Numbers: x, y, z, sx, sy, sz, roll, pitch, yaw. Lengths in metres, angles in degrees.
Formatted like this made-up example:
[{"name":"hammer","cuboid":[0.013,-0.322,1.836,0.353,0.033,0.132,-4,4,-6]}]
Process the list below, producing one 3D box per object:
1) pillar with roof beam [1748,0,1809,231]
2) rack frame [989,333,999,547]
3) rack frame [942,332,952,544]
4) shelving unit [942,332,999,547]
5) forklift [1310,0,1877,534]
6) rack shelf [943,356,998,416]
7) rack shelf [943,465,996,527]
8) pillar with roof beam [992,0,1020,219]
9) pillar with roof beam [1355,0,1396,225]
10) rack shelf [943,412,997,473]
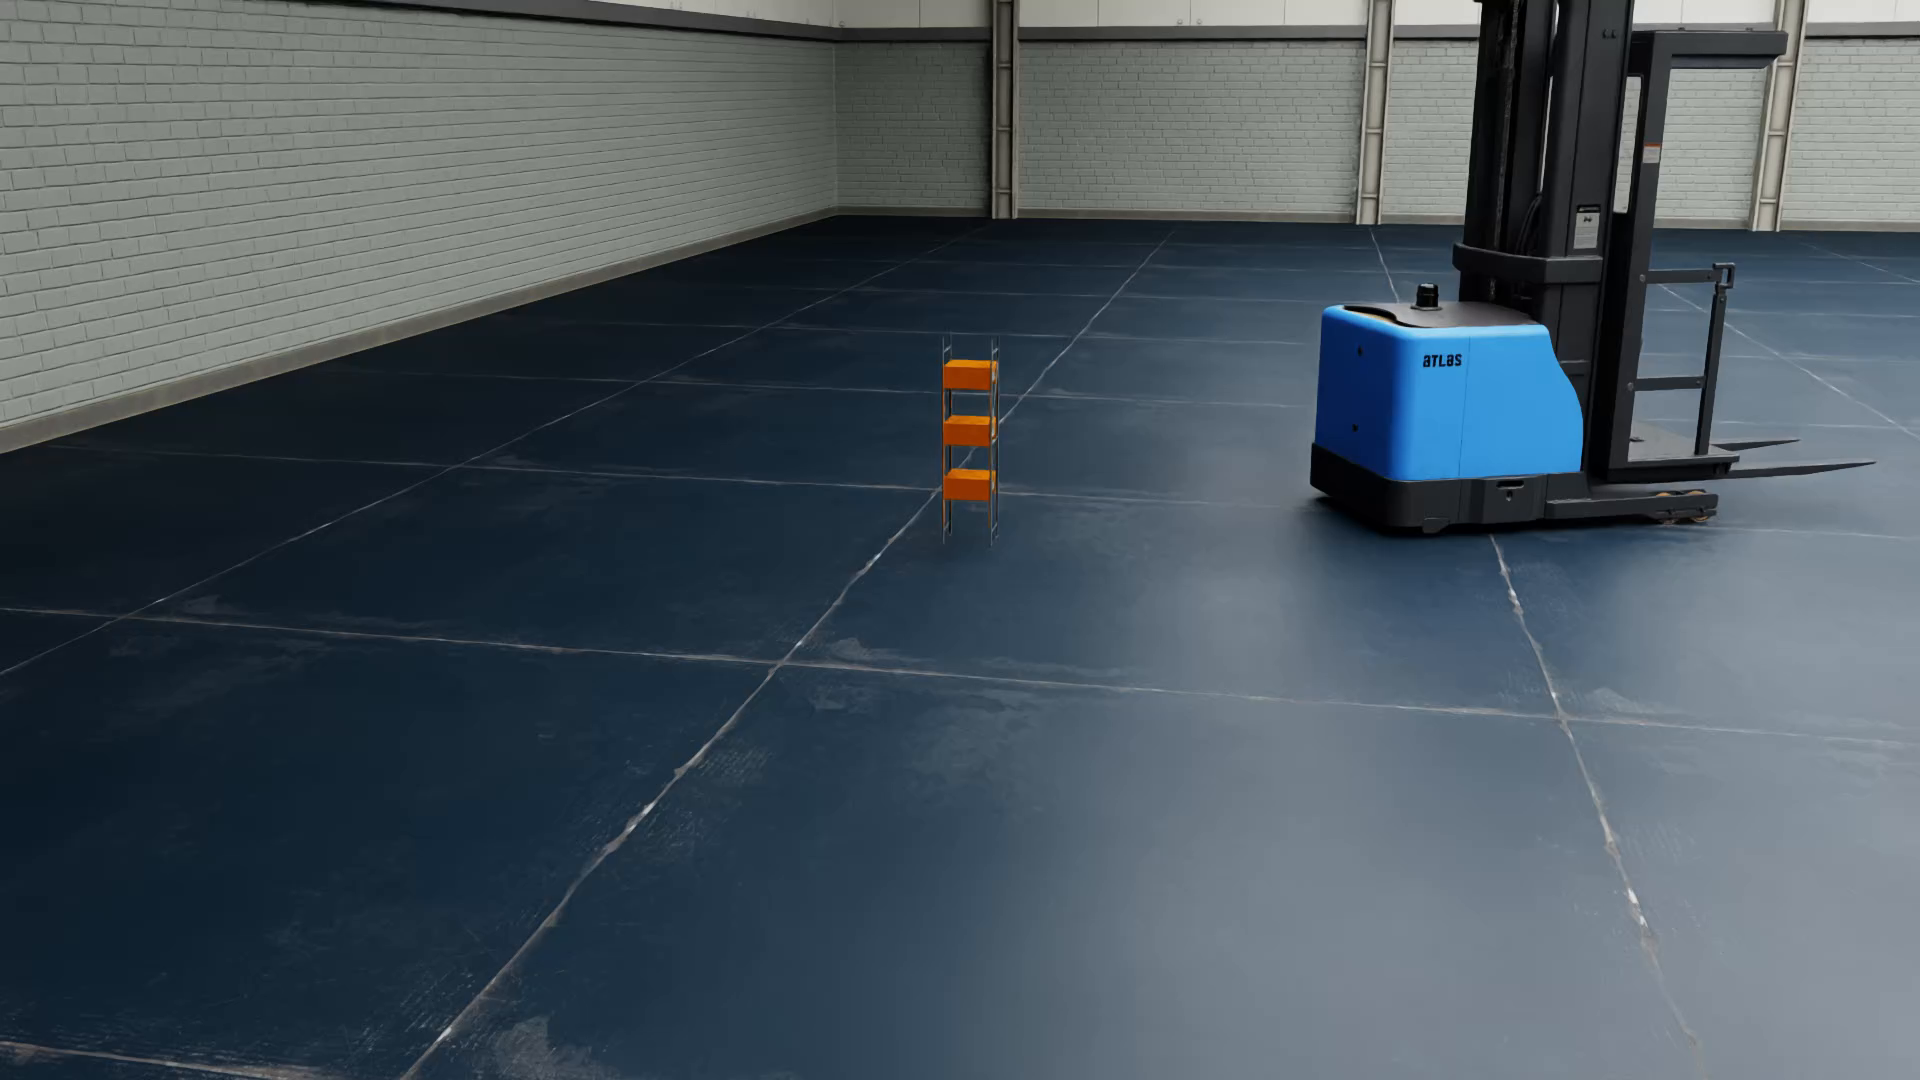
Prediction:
[{"name":"pillar with roof beam","cuboid":[11.662,-8.037,20.650,0.400,9.000,9.100,3,16,11]},{"name":"rack frame","cuboid":[0.172,-0.497,8.318,0.008,1.050,0.200,3,16,11]},{"name":"rack frame","cuboid":[-0.067,-0.510,8.365,0.008,1.050,0.200,3,16,11]},{"name":"shelving unit","cuboid":[0.052,-0.503,8.342,0.252,1.050,0.215,3,16,11]},{"name":"forklift","cuboid":[3.539,-1.629,8.881,3.031,2.935,1.130,-3,16,-12]},{"name":"rack shelf","cuboid":[0.052,-0.766,8.269,0.240,0.259,0.215,3,16,11]},{"name":"rack shelf","cuboid":[0.052,-0.225,8.419,0.240,0.259,0.215,3,16,11]},{"name":"pillar with roof beam","cuboid":[-0.097,-8.676,22.955,0.400,9.000,9.100,3,16,11]},{"name":"pillar with roof beam","cuboid":[5.782,-8.357,21.803,0.400,9.000,9.100,3,16,11]},{"name":"rack shelf","cuboid":[0.052,-0.493,8.344,0.240,0.259,0.215,3,16,11]}]
